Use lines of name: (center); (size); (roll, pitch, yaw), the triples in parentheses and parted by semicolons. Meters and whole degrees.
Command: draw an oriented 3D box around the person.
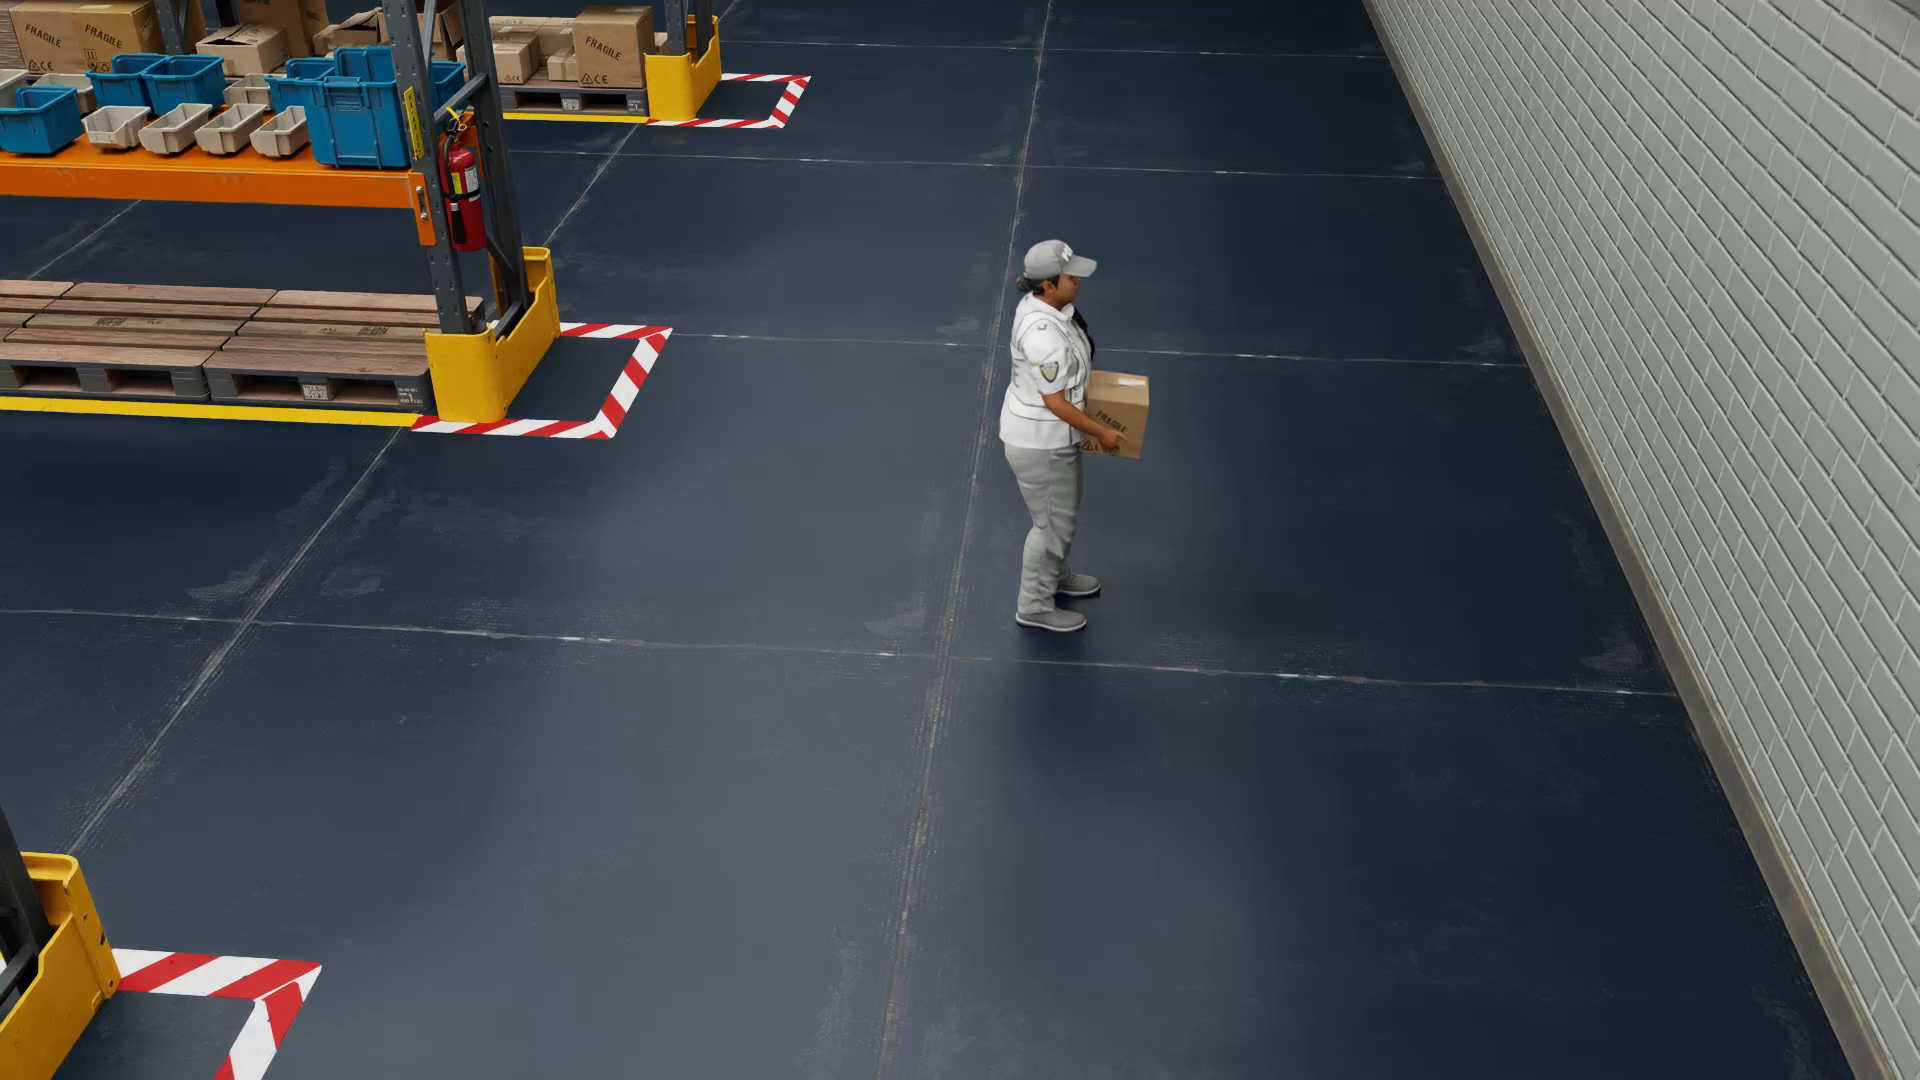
person: (0.423, -0.431, 6.815); (0.523, 1.668, 0.480); (2, 32, 4)
